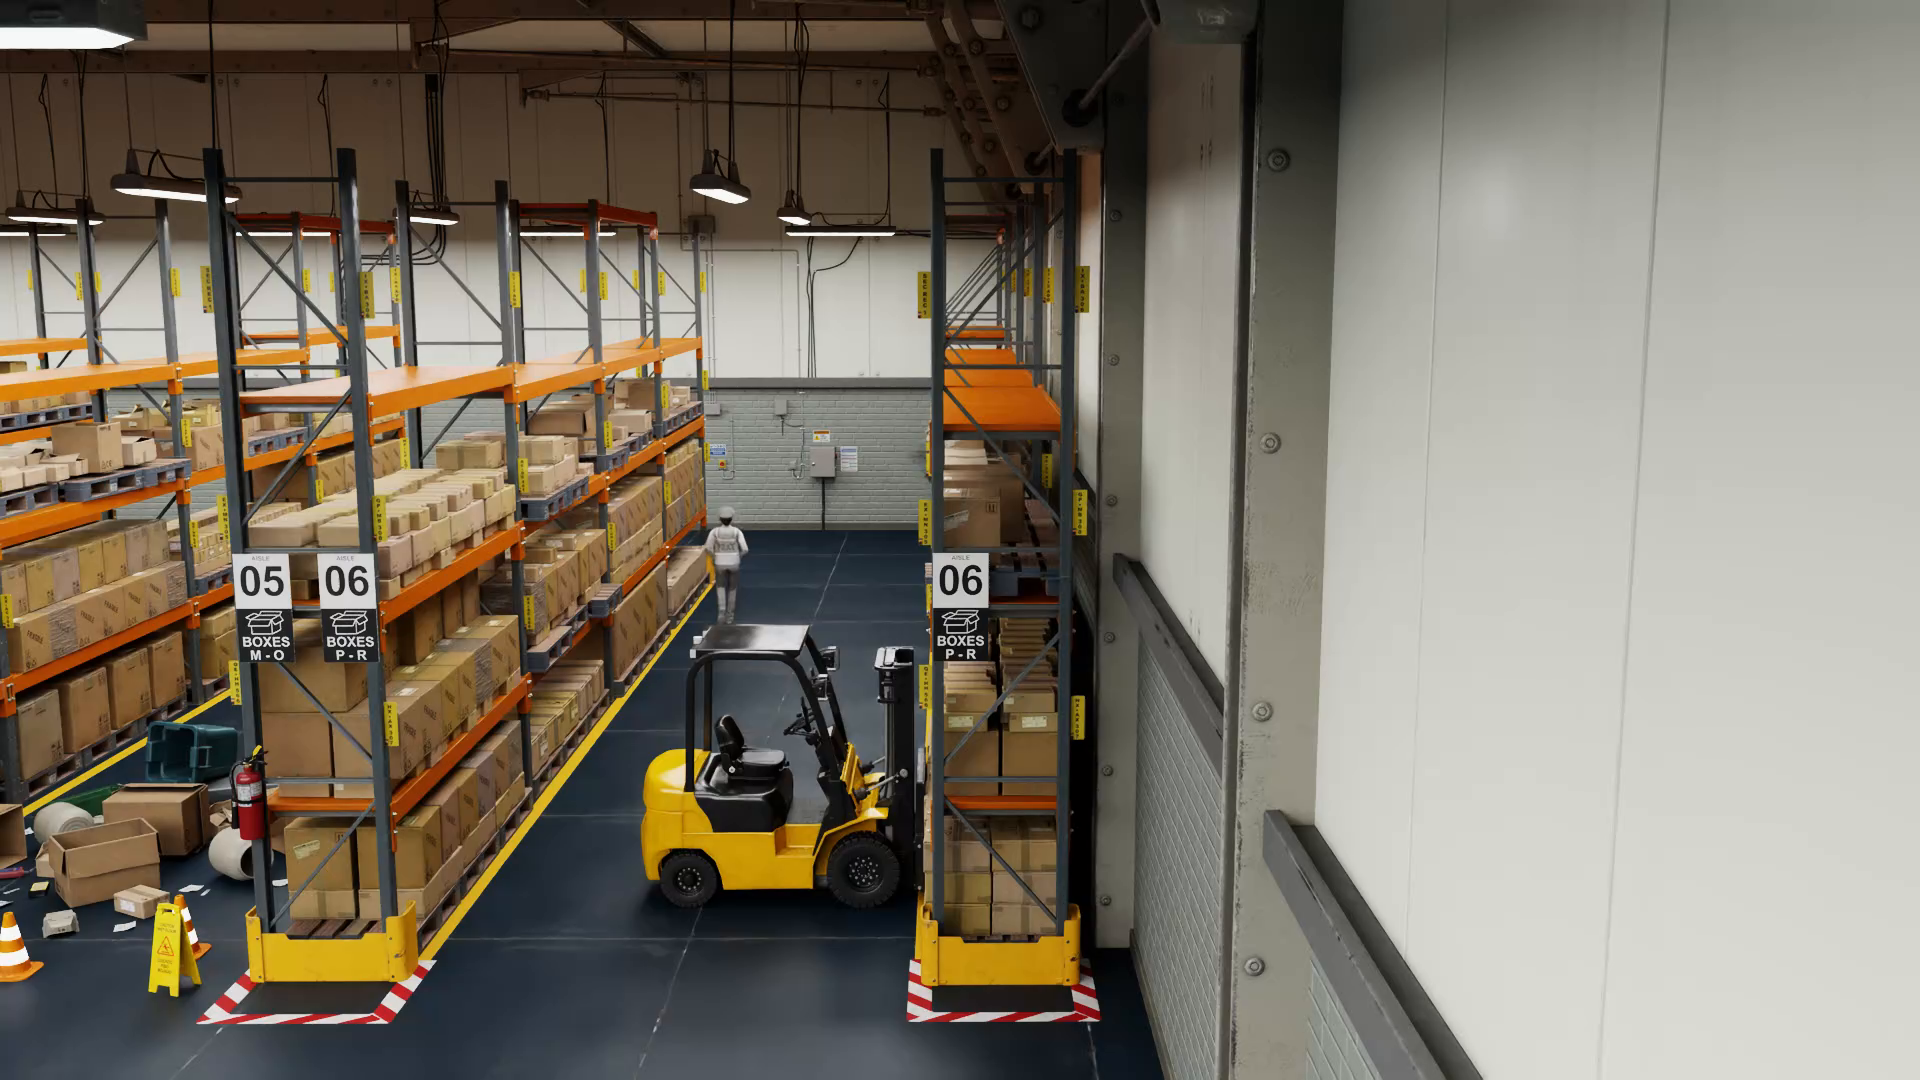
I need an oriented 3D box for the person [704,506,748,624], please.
[{"bbox_3d":[-3.263,0.344,23.263,0.609,1.661,0.527,-1,9,-6],"label":"person"}]
